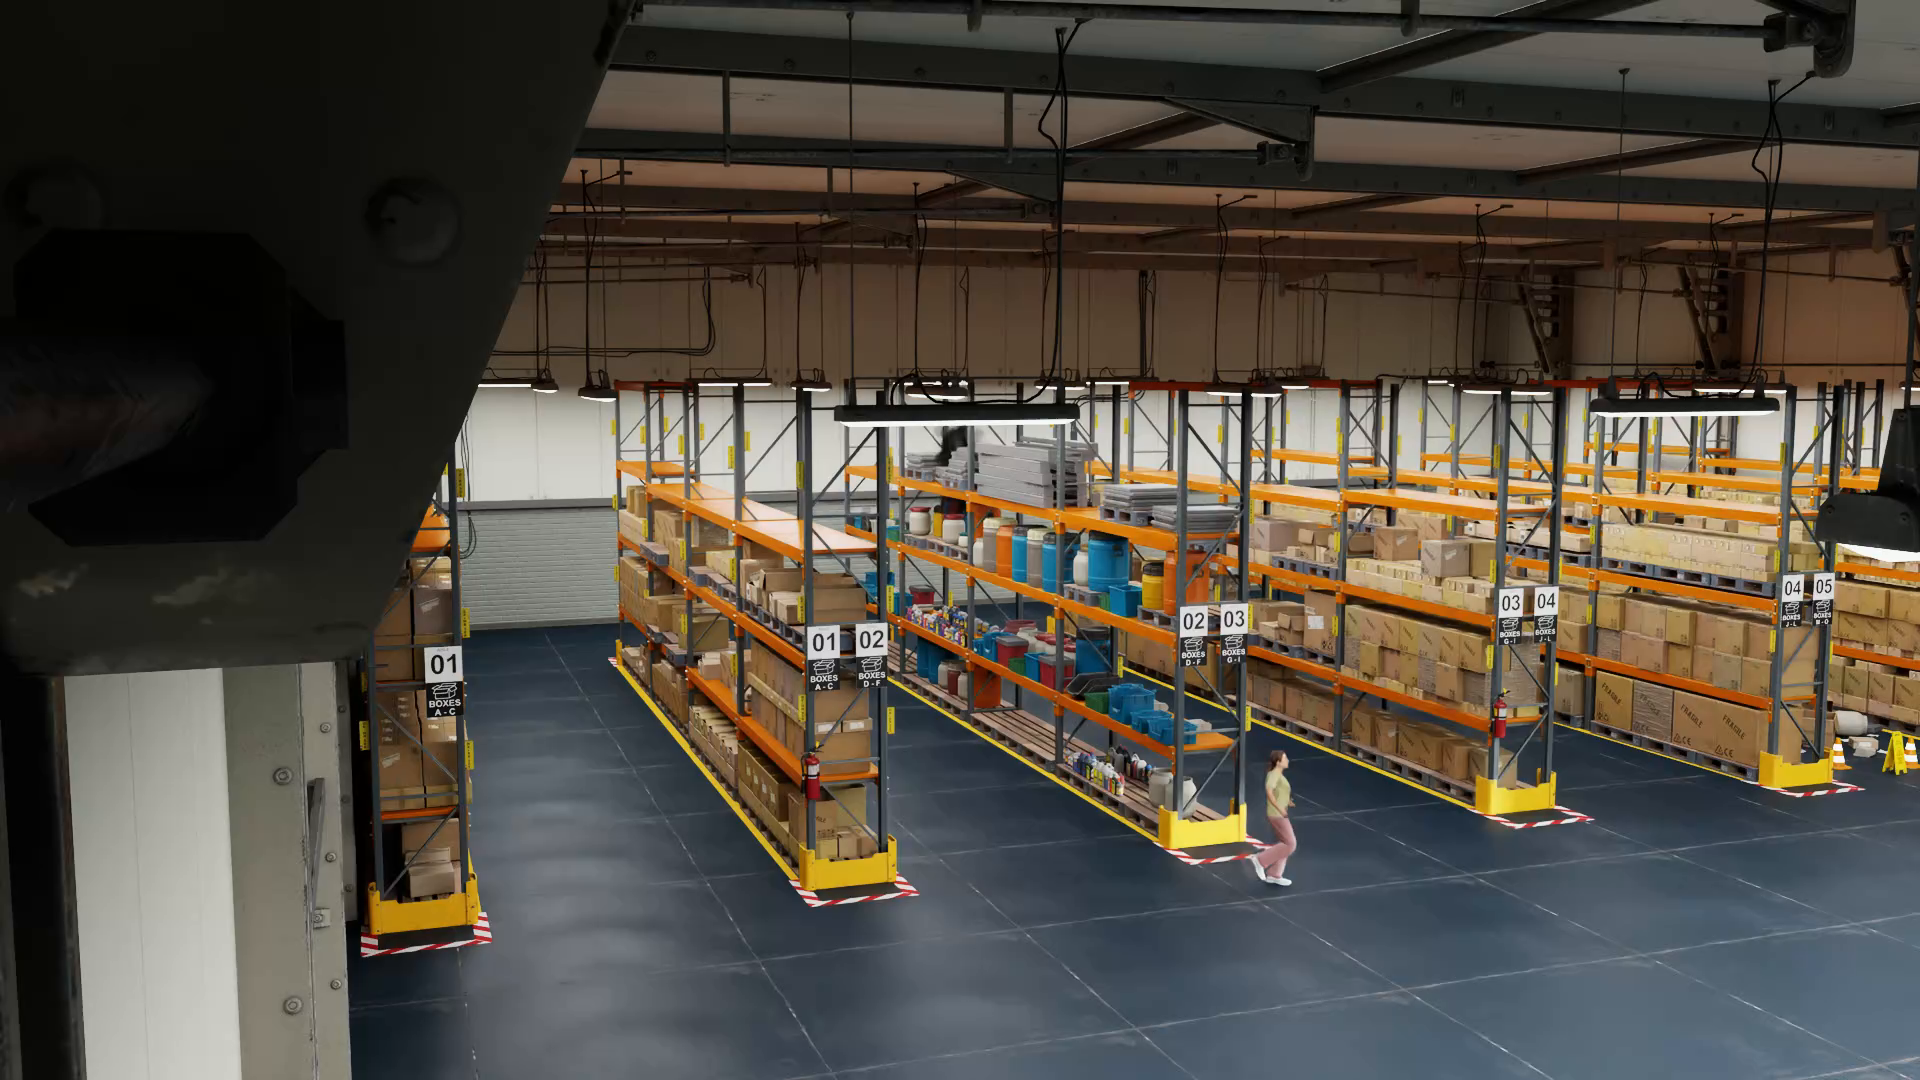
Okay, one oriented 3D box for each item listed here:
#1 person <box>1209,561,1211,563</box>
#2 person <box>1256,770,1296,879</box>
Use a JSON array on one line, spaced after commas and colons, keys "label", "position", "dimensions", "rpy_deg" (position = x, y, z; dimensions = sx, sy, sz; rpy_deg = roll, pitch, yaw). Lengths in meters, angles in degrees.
[{"label": "person", "position": [5.892, 1.201, 40.544], "dimensions": [0.560, 1.573, 0.459], "rpy_deg": [5, 8, 42]}, {"label": "person", "position": [3.873, 3.466, 20.419], "dimensions": [0.481, 1.326, 0.556], "rpy_deg": [1, 6, 6]}]
